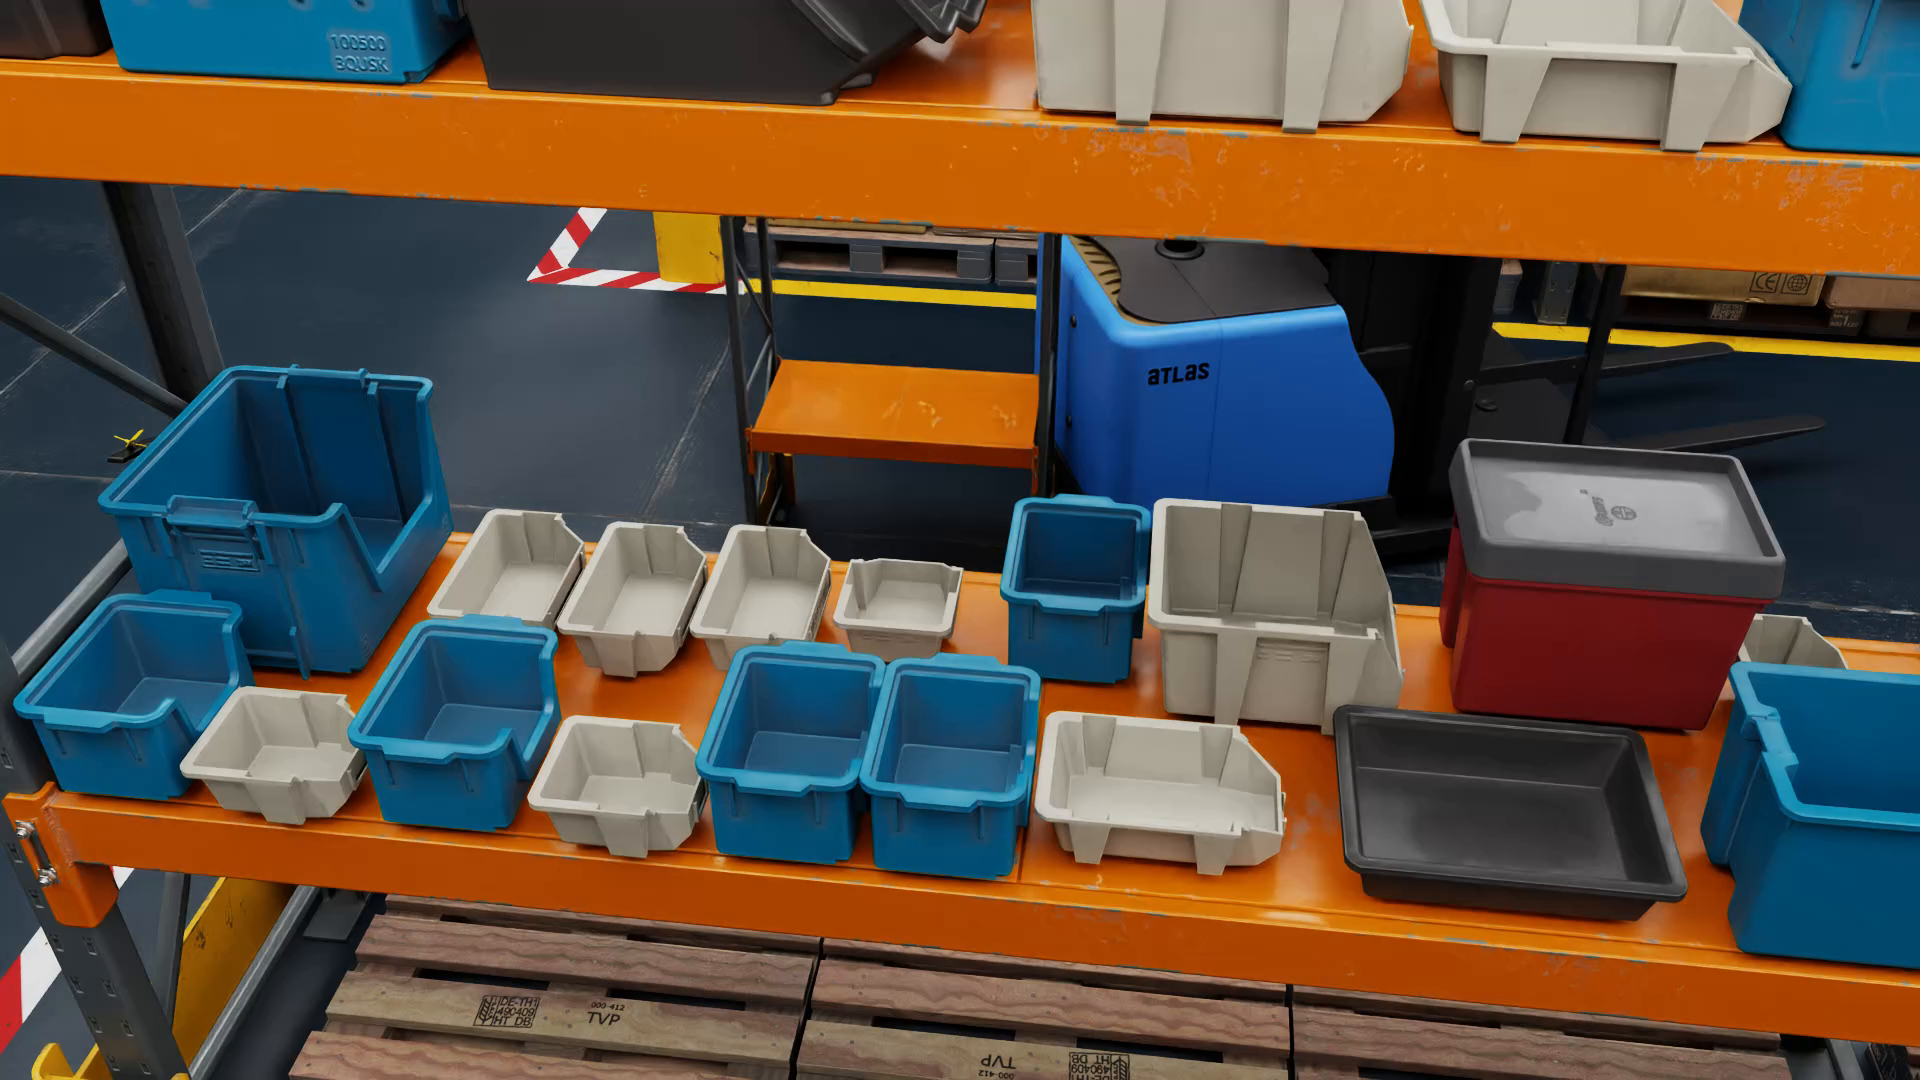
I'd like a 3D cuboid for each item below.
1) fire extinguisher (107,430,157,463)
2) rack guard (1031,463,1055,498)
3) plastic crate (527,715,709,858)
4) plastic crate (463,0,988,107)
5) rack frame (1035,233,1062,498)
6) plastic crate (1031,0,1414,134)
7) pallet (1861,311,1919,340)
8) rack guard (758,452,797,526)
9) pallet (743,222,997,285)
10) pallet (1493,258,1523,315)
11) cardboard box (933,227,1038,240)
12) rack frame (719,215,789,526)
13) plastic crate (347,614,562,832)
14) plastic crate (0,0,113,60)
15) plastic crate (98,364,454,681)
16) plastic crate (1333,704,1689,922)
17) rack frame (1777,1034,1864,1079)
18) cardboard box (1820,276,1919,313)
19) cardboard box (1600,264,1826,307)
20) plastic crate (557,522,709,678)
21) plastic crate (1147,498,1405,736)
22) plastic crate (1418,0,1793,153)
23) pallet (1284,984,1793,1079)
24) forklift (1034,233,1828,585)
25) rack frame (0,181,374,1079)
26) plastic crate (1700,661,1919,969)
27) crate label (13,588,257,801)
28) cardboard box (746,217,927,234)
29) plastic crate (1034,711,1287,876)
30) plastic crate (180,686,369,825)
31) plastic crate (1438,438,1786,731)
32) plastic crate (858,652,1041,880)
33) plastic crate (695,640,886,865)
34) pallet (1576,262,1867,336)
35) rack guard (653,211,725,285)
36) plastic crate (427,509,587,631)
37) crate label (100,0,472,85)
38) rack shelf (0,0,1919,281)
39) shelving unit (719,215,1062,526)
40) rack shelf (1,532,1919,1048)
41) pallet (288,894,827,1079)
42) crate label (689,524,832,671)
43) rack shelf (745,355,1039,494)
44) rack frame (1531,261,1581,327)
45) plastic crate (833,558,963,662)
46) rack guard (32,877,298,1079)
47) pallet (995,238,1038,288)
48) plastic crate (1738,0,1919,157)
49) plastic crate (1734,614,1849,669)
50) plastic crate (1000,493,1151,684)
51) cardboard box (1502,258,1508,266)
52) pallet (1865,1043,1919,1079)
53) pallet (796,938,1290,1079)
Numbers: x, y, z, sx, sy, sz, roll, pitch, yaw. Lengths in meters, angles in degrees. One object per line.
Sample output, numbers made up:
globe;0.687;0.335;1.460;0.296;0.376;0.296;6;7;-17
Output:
fire extinguisher;-1.911;-0.023;4.088;0.183;0.674;0.296;4;36;6
rack guard;0.282;-0.019;6.062;0.087;0.250;0.587;4;36;6
plastic crate;-0.636;0.479;3.172;0.298;0.136;0.250;4;36;6
plastic crate;-0.339;-0.858;2.341;0.767;0.338;0.504;4;36;6
rack frame;0.301;-0.527;5.697;0.032;1.500;0.500;4;36;6
plastic crate;0.339;-0.765;2.259;0.530;0.282;0.437;4;36;6
pallet;4.767;-1.254;7.825;1.213;0.211;1.003;4;36;6
rack guard;-0.707;-0.087;6.157;0.087;0.250;0.587;4;36;6
pallet;-0.386;-1.638;8.364;1.213;0.211;1.003;4;36;6
pallet;2.034;-1.458;8.111;1.213;0.211;1.003;4;36;6
cardboard box;0.359;-2.025;7.973;0.875;0.875;0.875;4;36;6
rack frame;-0.708;-0.596;5.794;0.032;1.500;0.500;4;36;6
plastic crate;-0.964;0.367;3.247;0.300;0.233;0.416;4;36;6
plastic crate;-1.473;-0.912;2.477;0.590;0.269;0.497;4;36;6
plastic crate;-1.464;-0.055;3.663;0.499;0.435;0.616;4;36;6
plastic crate;1.003;0.522;3.122;0.590;0.125;0.437;4;36;6
rack frame;2.148;0.362;3.160;0.127;3.000;1.000;4;36;6
cardboard box;4.302;-1.696;7.512;0.875;0.875;1.225;3;36;4
cardboard box;3.416;-1.762;7.604;0.875;0.875;1.225;4;36;6
plastic crate;-0.702;0.135;3.654;0.243;0.136;0.396;4;36;6
plastic crate;0.657;0.167;3.484;0.530;0.282;0.437;4;36;6
plastic crate;0.838;-0.626;2.190;0.466;0.136;0.293;4;36;6
pallet;1.414;1.465;4.015;1.213;0.211;1.003;4;36;6
forklift;1.846;-1.448;5.756;3.031;2.935;1.130;-8;36;-11
rack frame;-1.820;0.066;3.575;0.127;3.000;1.000;4;36;6
plastic crate;1.641;0.506;2.921;0.575;0.384;0.392;4;36;6
crate label;-1.617;0.318;3.315;0.303;0.233;0.416;4;36;6
cardboard box;-0.544;-2.092;8.067;0.875;0.875;0.875;4;36;6
plastic crate;0.382;0.490;3.157;0.466;0.136;0.293;4;36;6
plastic crate;-1.309;0.429;3.243;0.298;0.136;0.250;4;36;6
plastic crate;1.294;0.101;3.419;0.583;0.464;0.402;4;36;6
plastic crate;-0.013;0.438;3.147;0.300;0.233;0.416;4;36;6
plastic crate;-0.311;0.415;3.178;0.300;0.233;0.416;4;36;6
pallet;3.554;-1.343;7.950;1.213;0.211;1.003;4;36;6
rack guard;-1.212;-1.772;8.302;0.348;0.500;1.175;4;36;6
plastic crate;-0.988;0.105;3.696;0.243;0.136;0.396;4;36;6
crate label;-0.946;-0.840;2.390;0.502;0.251;0.408;4;36;6
rack shelf;0.164;-0.714;2.705;4.000;0.370;1.077;4;36;6
shelving unit;-0.212;-0.562;5.746;1.083;1.500;0.587;4;36;6
rack shelf;0.164;0.507;3.577;4.000;0.370;1.077;4;36;6
pallet;-1.006;1.285;4.268;1.213;0.211;1.003;4;36;6
crate label;-0.423;0.142;3.645;0.243;0.136;0.396;4;36;6
rack shelf;-0.203;-0.415;5.850;1.000;0.185;0.538;4;36;6
rack frame;2.779;-2.492;7.159;0.127;3.000;1.000;4;36;6
plastic crate;-0.127;0.153;3.629;0.250;0.136;0.298;4;36;6
rack guard;-1.845;1.089;4.293;0.348;0.500;1.175;4;36;6
pallet;0.821;-1.547;8.236;1.213;0.211;1.003;4;36;6
plastic crate;1.204;-0.674;2.174;0.300;0.233;0.416;4;36;6
plastic crate;1.704;0.328;3.383;0.243;0.136;0.396;4;36;6
plastic crate;0.250;0.114;3.600;0.300;0.233;0.416;4;36;6
cardboard box;2.134;-1.893;7.787;0.875;0.875;0.875;4;36;6
pallet;2.908;1.578;3.857;1.213;0.211;1.003;4;36;6
pallet;0.200;1.376;4.140;1.213;0.211;1.003;4;36;6
